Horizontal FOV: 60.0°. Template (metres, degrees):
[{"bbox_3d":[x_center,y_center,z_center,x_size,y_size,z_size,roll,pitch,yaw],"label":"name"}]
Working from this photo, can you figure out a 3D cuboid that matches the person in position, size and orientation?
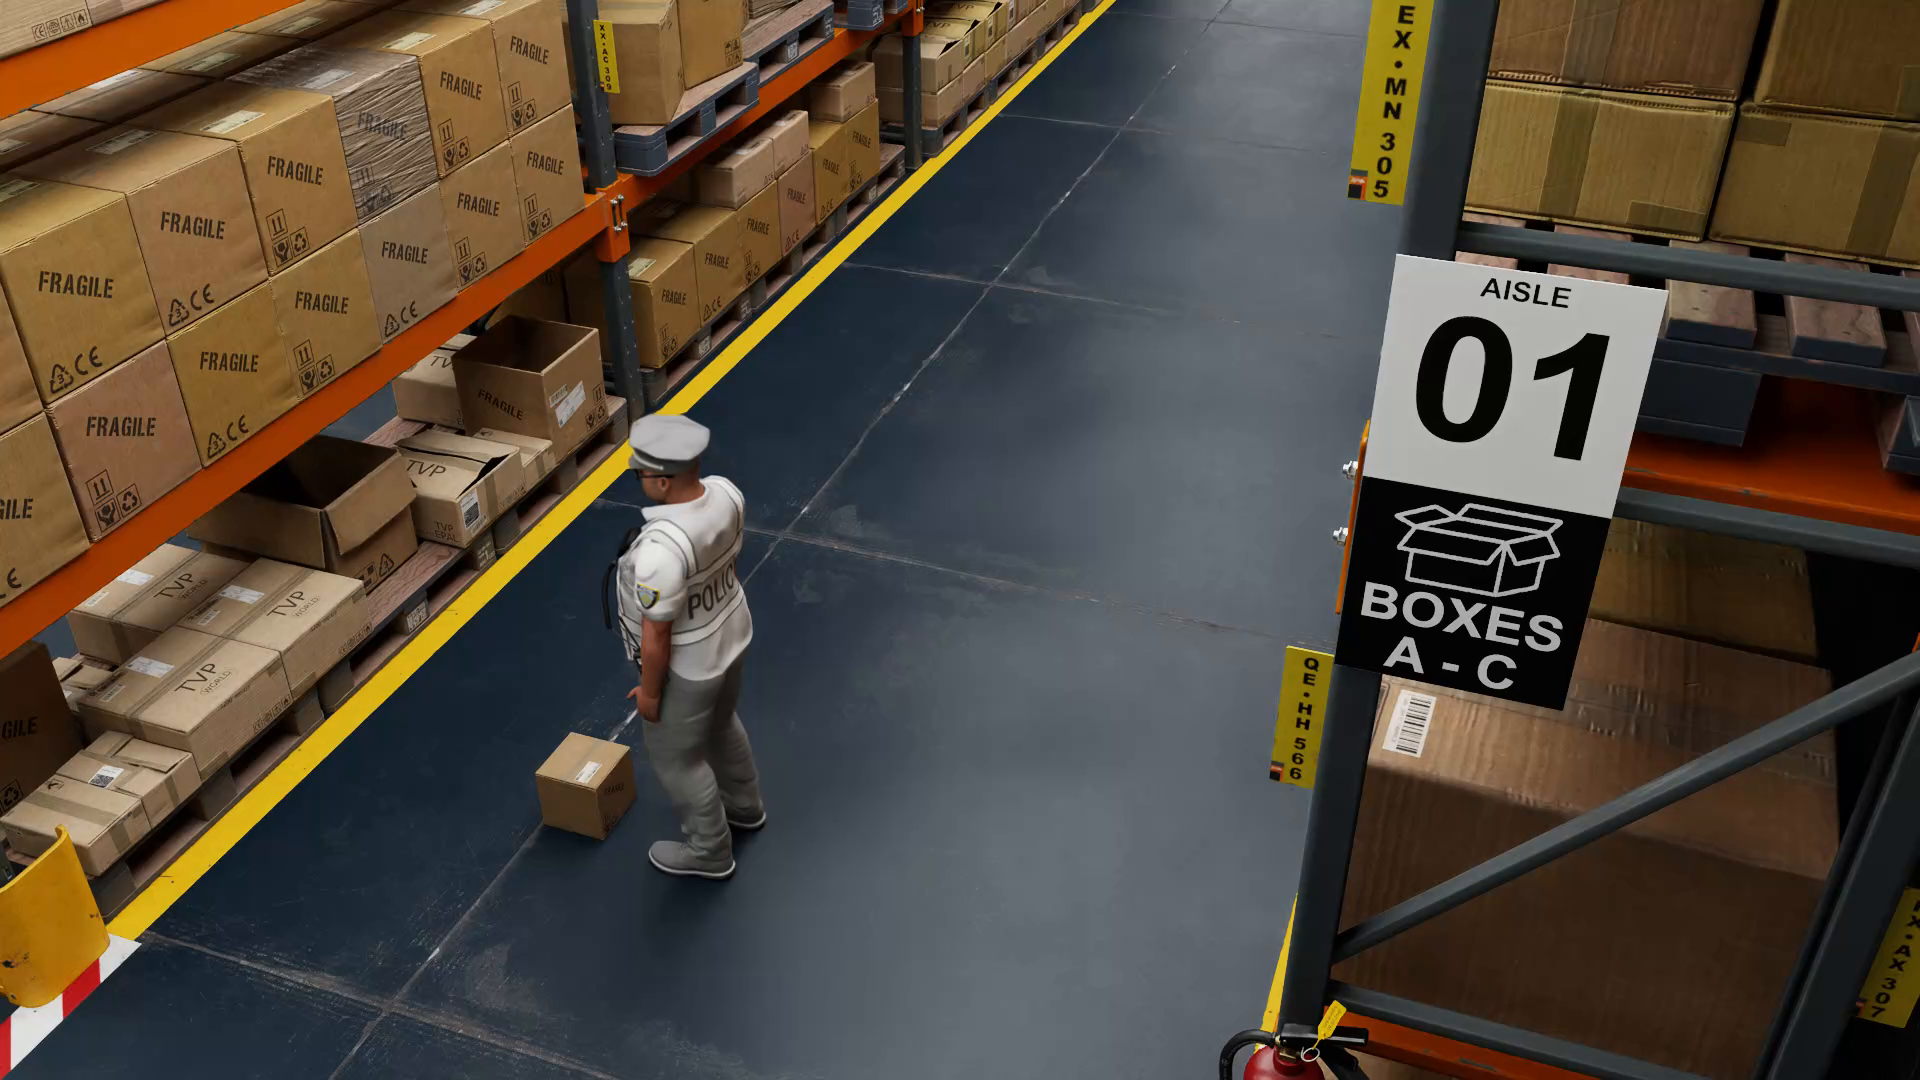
[{"bbox_3d":[-0.918,0.377,5.558,0.393,1.746,0.528,12,35,18],"label":"person"}]
